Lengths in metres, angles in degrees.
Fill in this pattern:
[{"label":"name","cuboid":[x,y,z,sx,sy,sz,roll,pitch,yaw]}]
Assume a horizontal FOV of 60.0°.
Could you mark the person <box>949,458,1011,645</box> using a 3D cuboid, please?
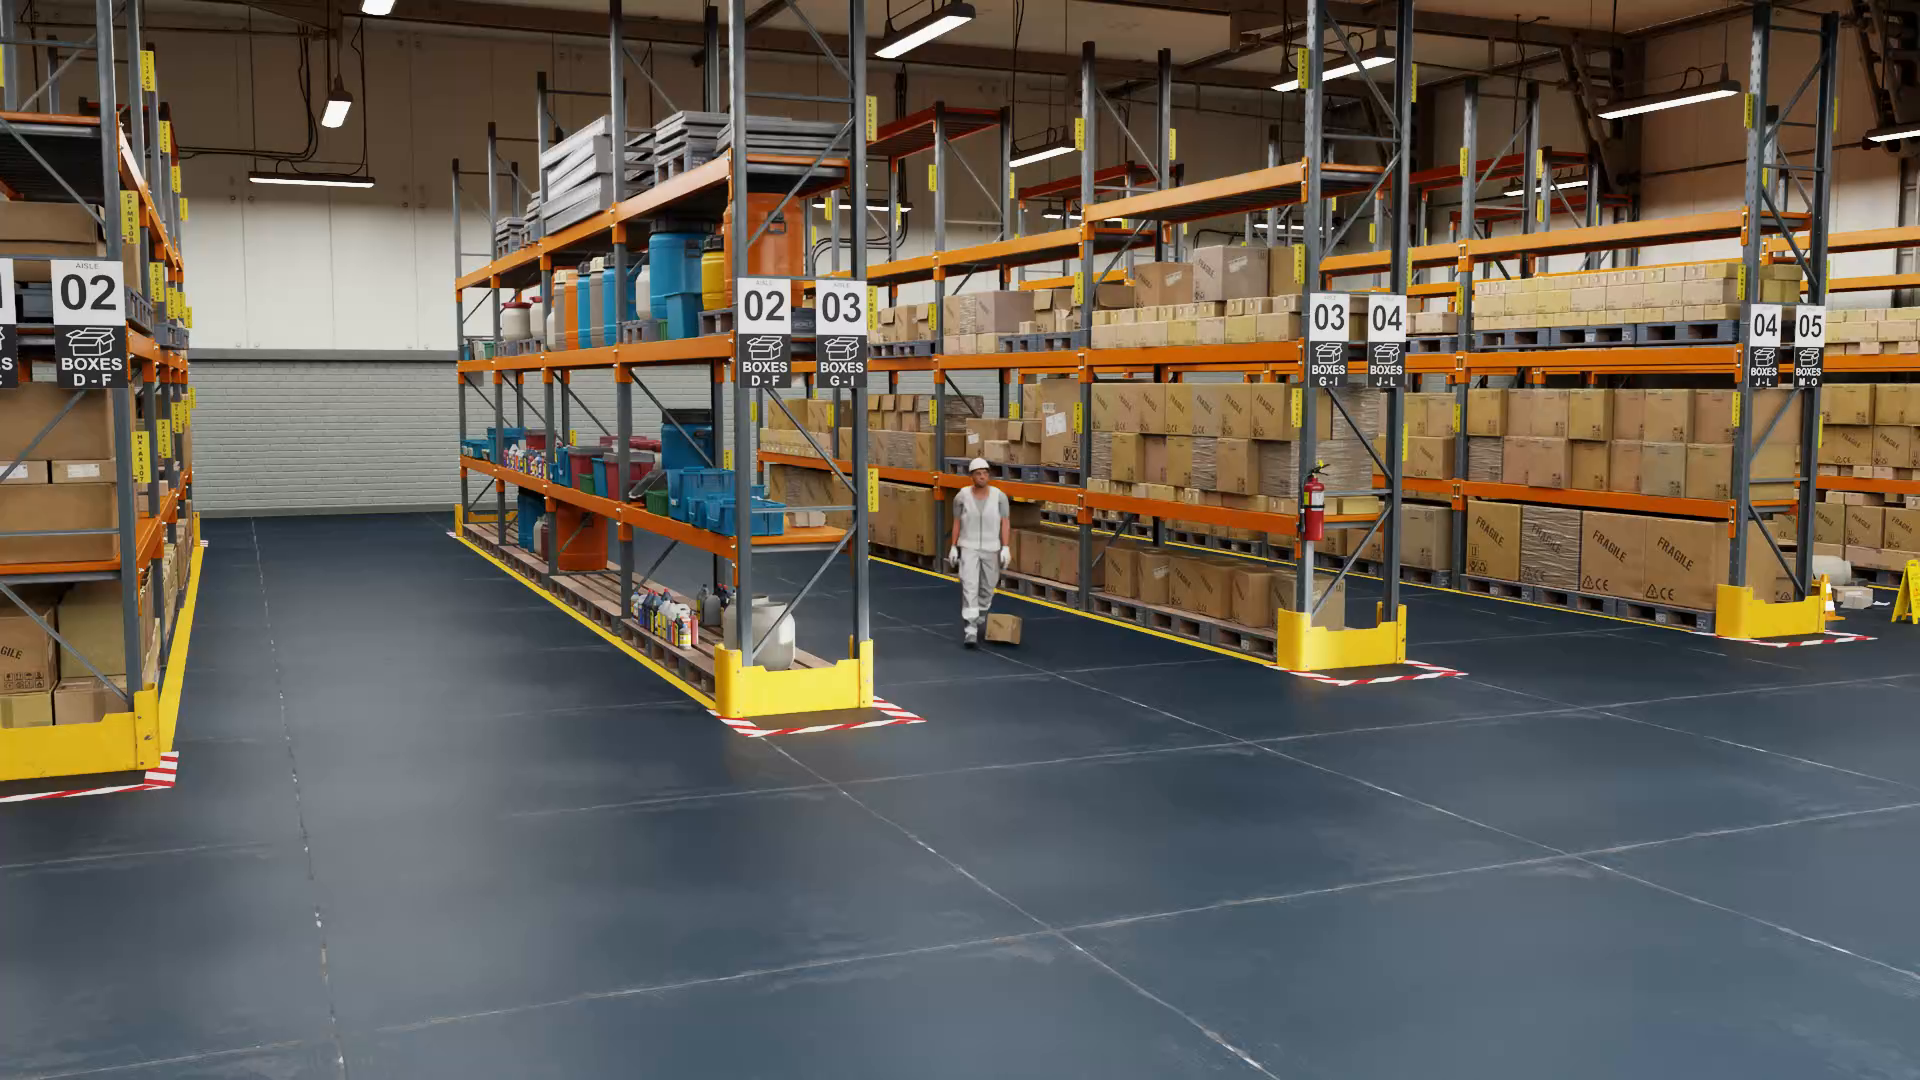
[{"label":"person","cuboid":[0.191,0.094,15.684,0.567,1.748,0.962,-1,5,-8]}]
